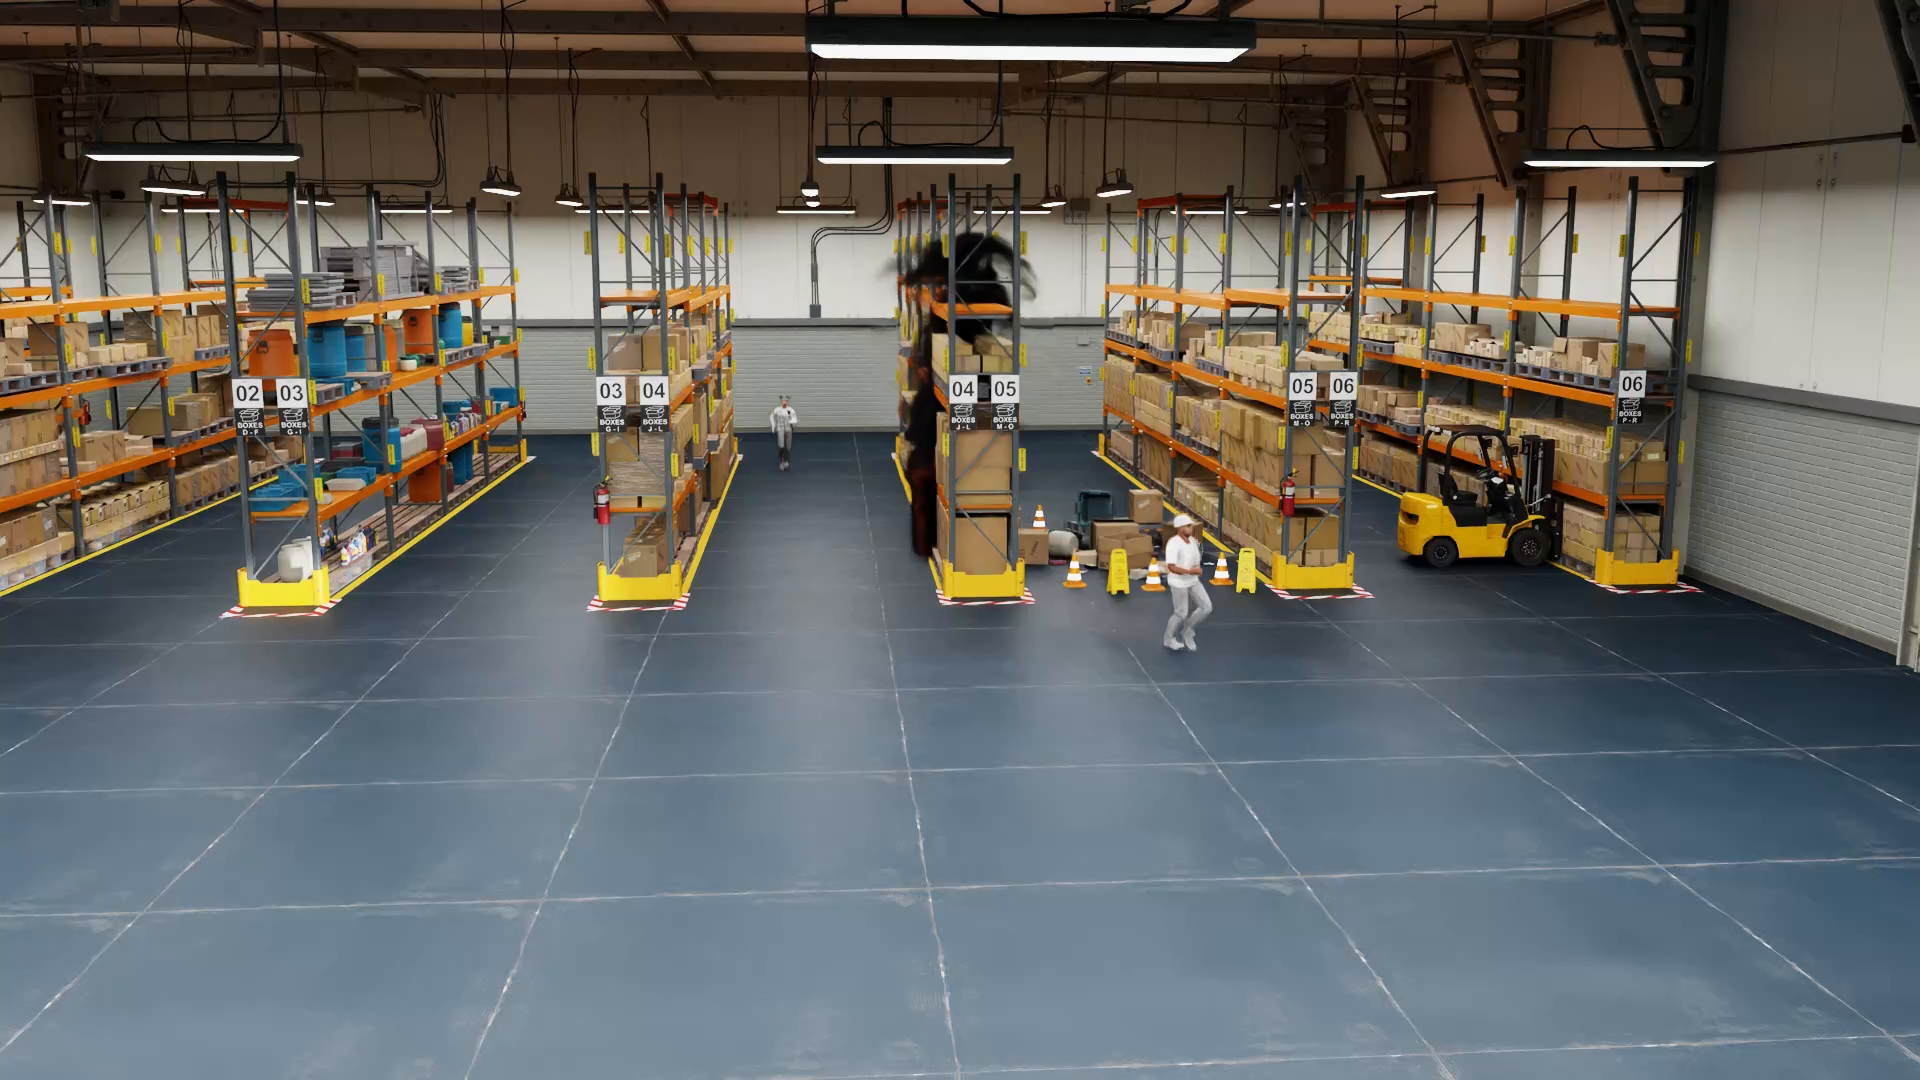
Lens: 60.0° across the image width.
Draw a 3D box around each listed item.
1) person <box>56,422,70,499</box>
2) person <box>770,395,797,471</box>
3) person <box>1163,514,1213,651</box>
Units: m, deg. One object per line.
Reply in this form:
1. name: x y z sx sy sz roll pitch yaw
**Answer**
1. person: -17.878 -1.557 33.013 0.546 1.560 0.733 -2 10 -13
2. person: -3.981 -2.431 37.627 0.586 1.715 0.698 -2 10 -11
3. person: 2.790 0.539 20.644 0.644 1.744 0.678 10 14 44
